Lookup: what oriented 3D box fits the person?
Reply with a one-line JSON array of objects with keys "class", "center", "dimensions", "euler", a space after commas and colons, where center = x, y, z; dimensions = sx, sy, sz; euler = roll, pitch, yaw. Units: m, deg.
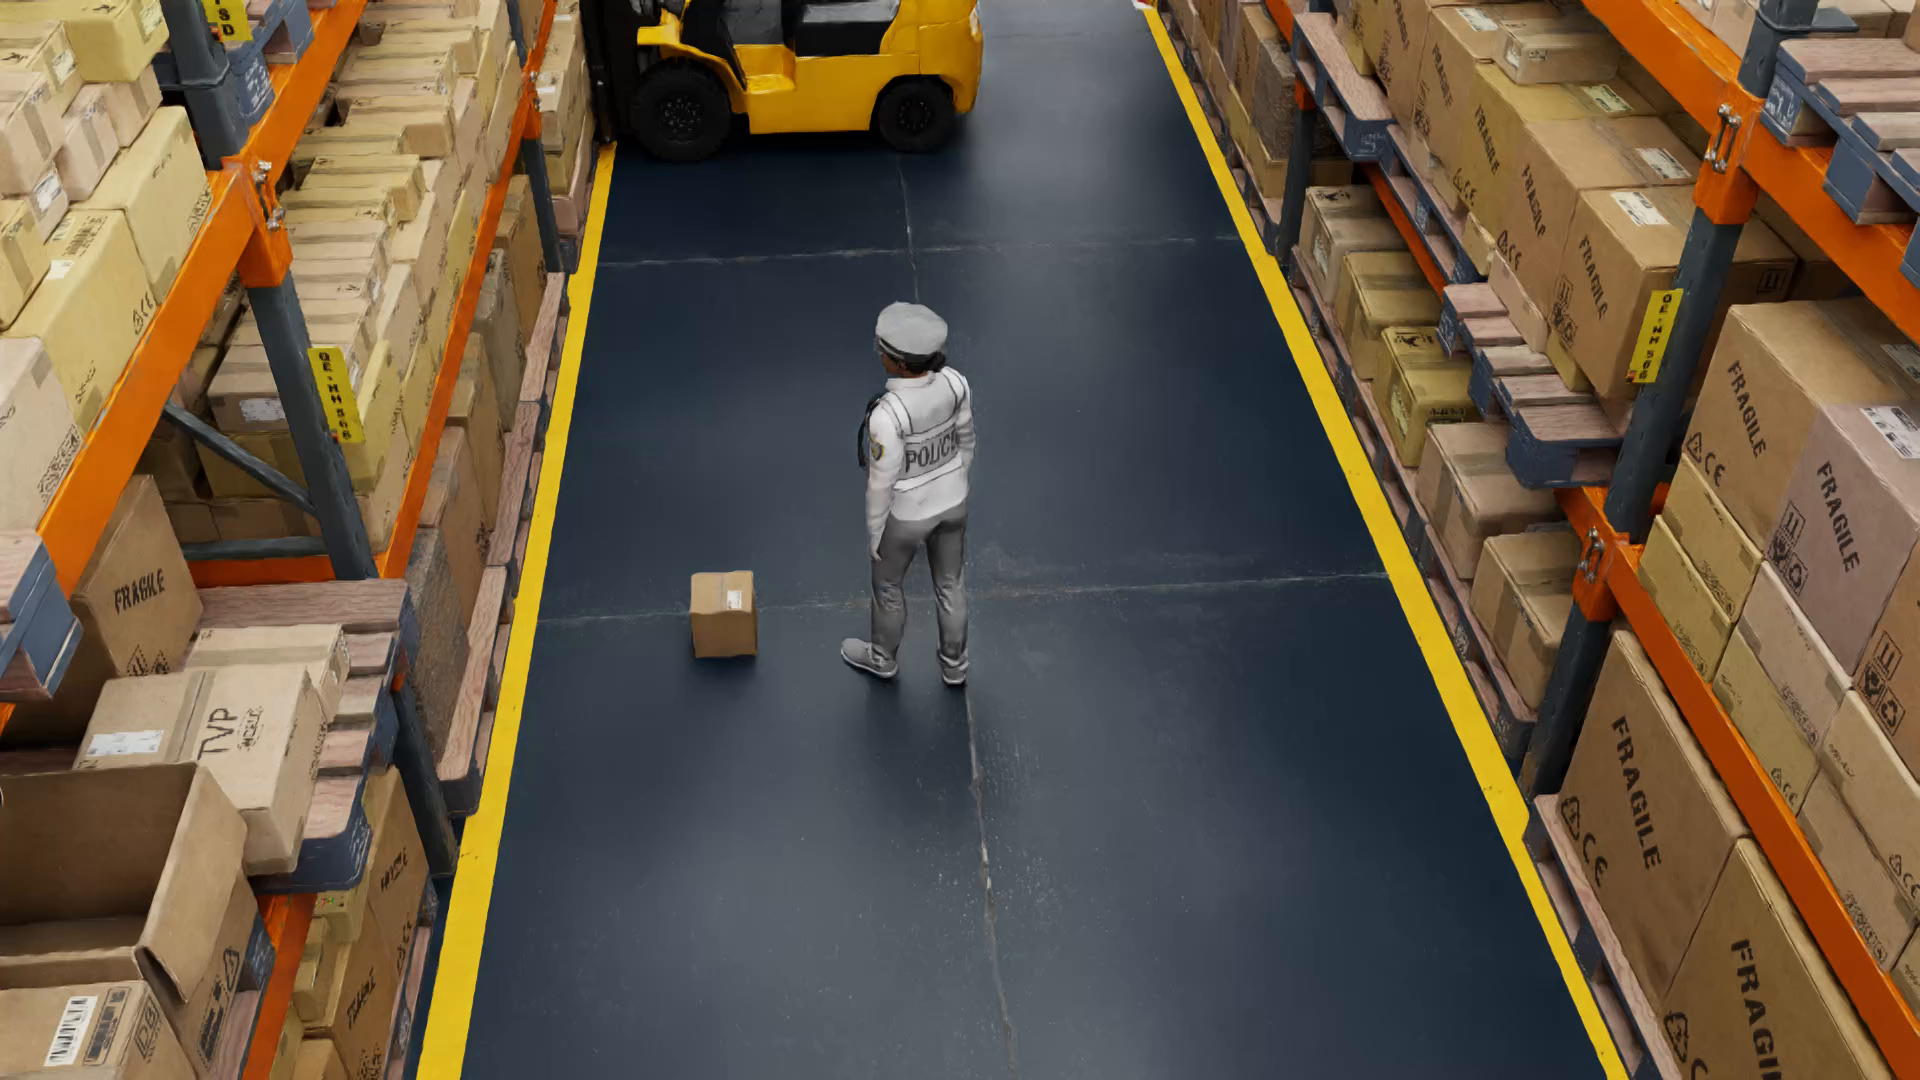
[{"class": "person", "center": [-0.183, -0.156, 6.317], "dimensions": [0.507, 1.678, 0.482], "euler": [-24, 45, -27]}]
